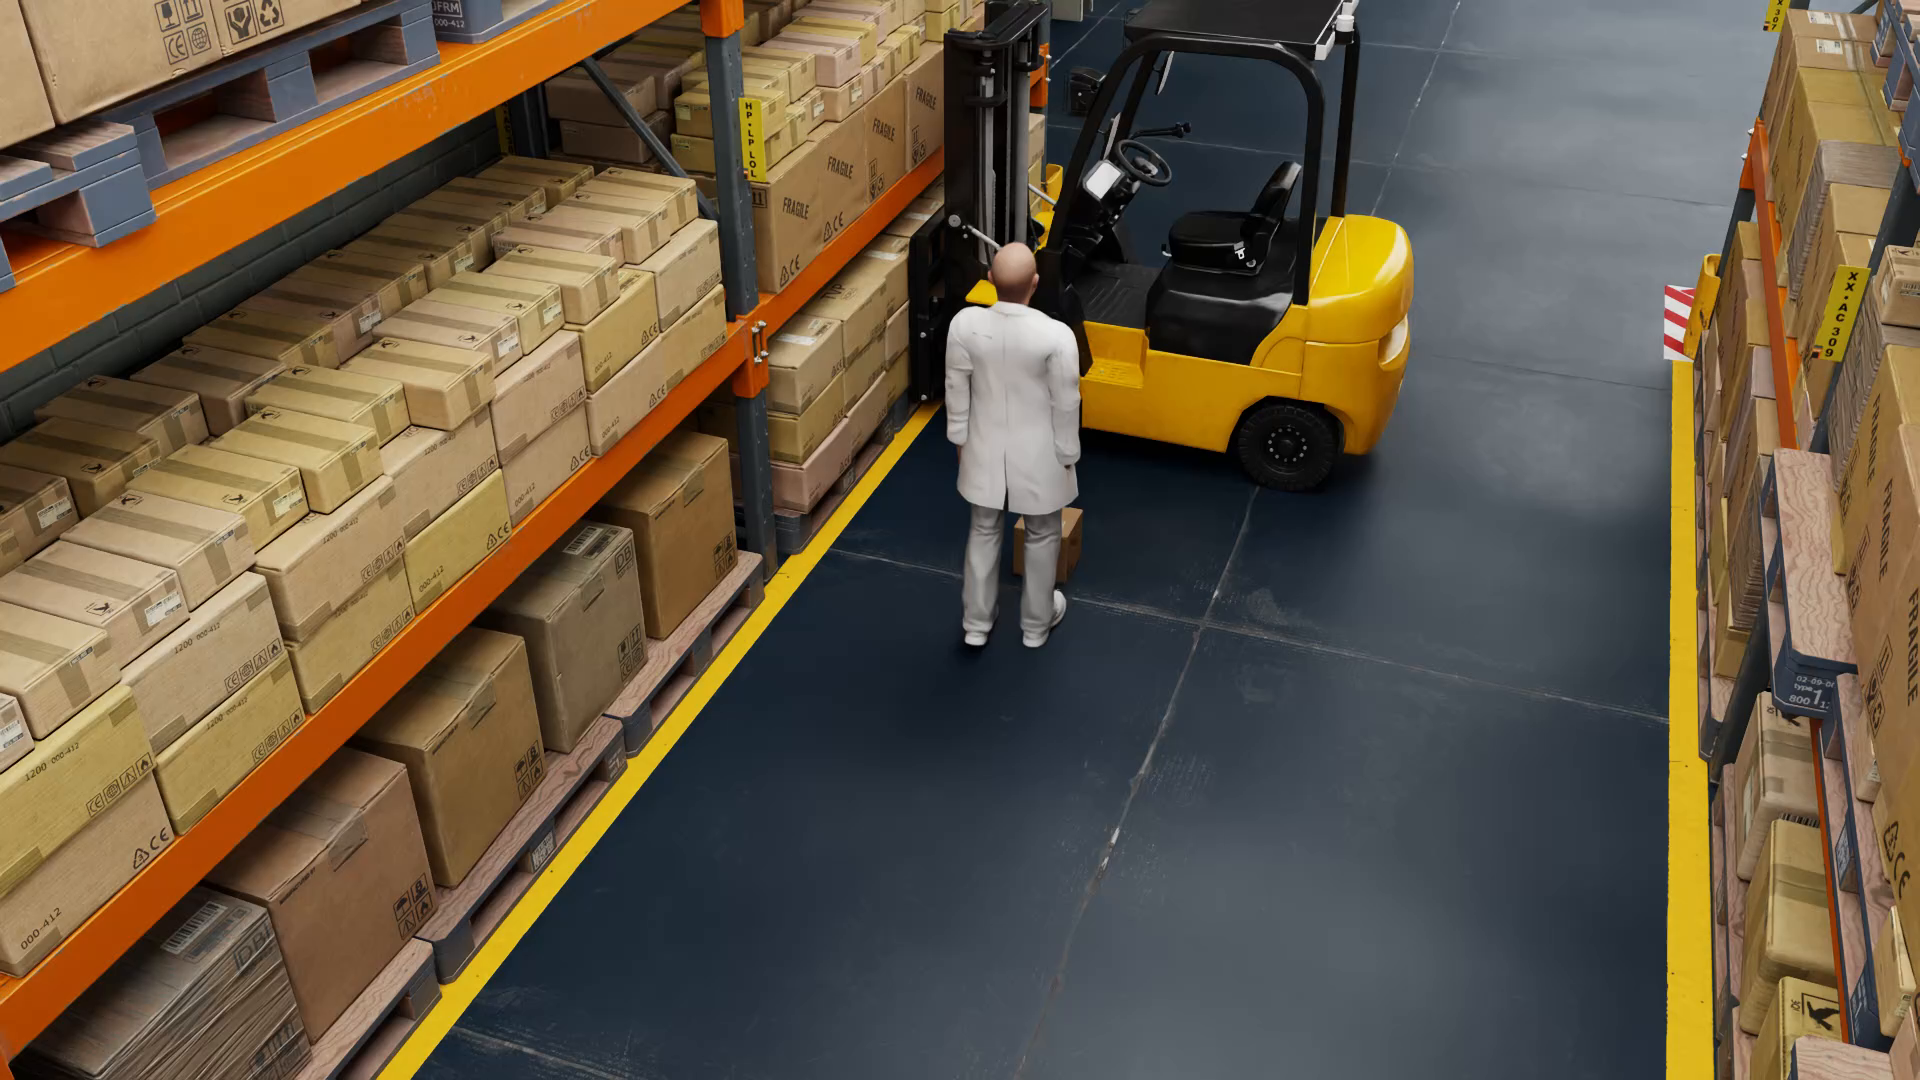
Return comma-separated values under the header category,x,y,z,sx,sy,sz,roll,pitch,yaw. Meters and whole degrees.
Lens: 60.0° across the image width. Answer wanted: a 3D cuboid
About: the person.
category,x,y,z,sx,sy,sz,roll,pitch,yaw
person,0.218,-0.365,6.741,0.563,1.804,0.482,12,35,18
